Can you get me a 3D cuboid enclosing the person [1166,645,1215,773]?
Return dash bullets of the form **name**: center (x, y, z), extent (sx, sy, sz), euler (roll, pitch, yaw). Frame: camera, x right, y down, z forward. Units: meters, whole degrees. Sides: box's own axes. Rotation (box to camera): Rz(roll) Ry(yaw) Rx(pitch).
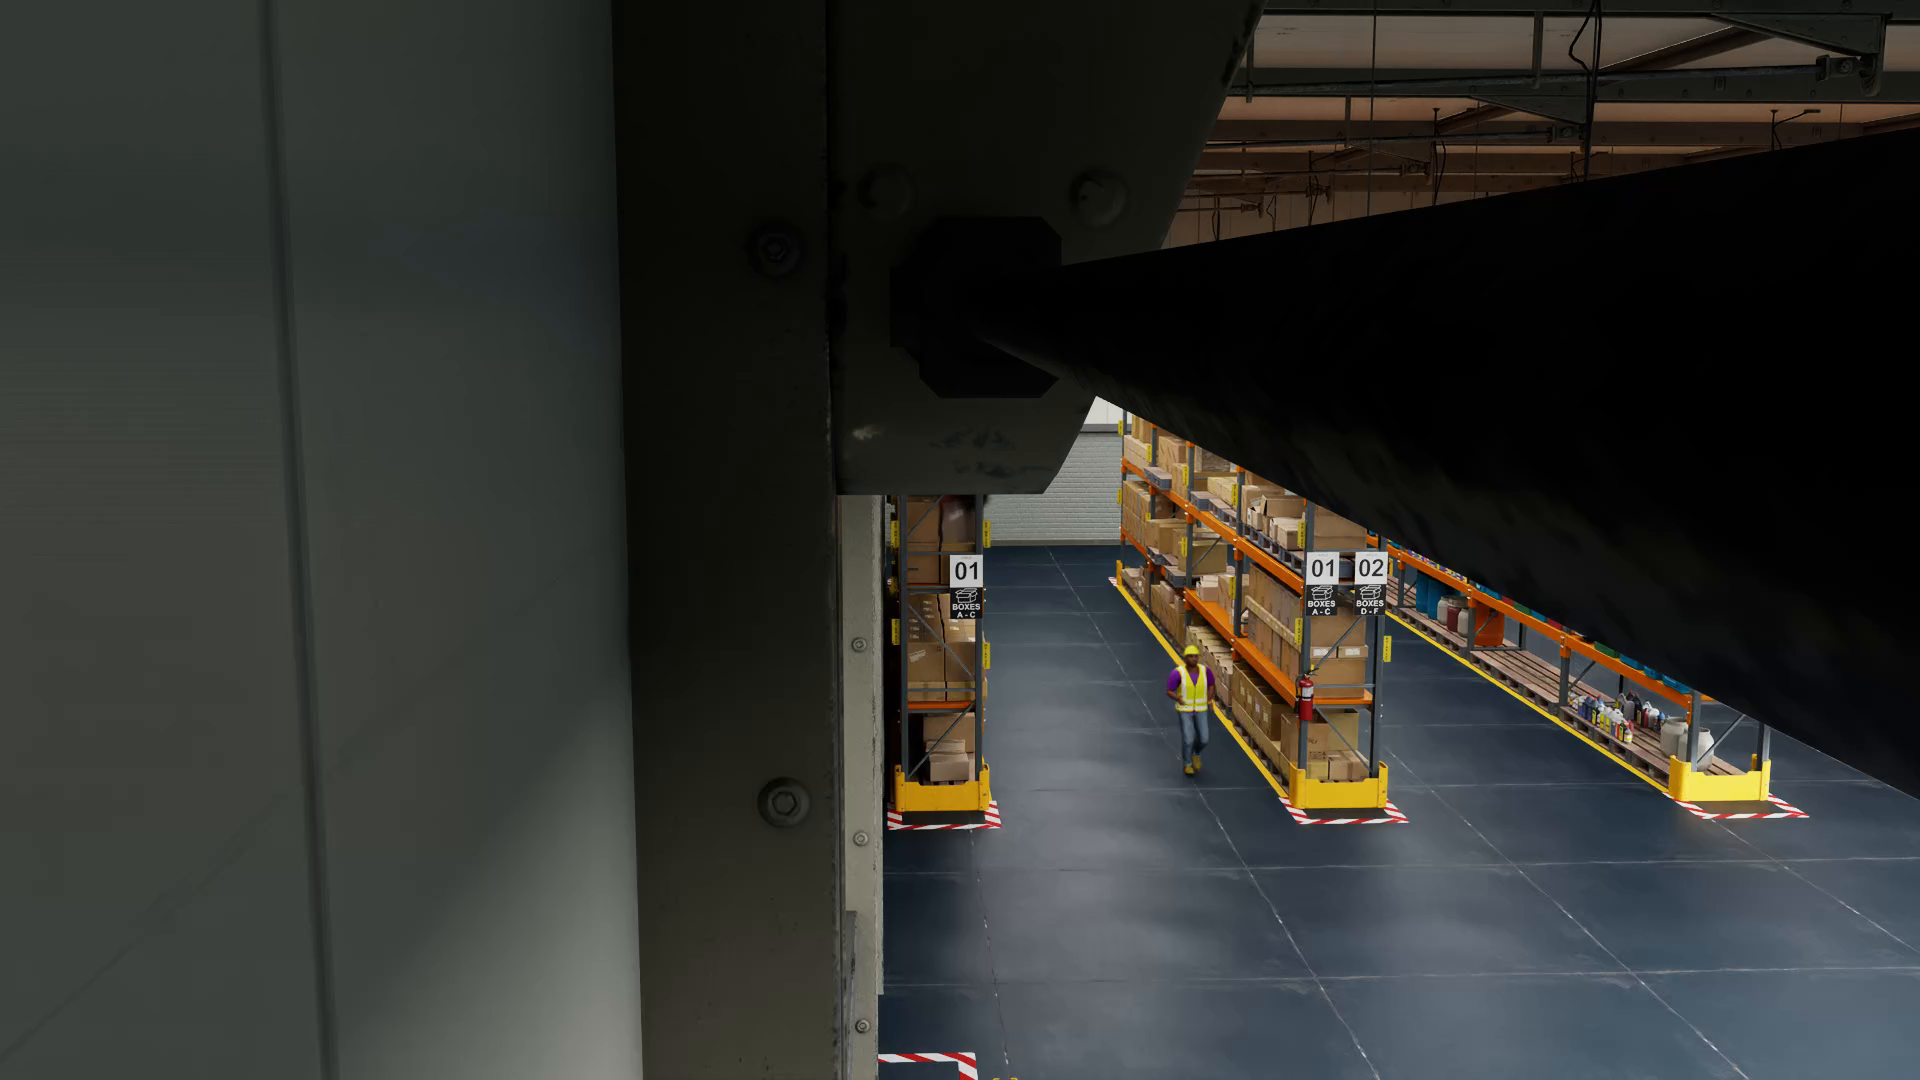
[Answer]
- **person**: center (3.076, 2.251, 21.912), extent (0.688, 1.721, 0.582), euler (-1, 8, -5)
